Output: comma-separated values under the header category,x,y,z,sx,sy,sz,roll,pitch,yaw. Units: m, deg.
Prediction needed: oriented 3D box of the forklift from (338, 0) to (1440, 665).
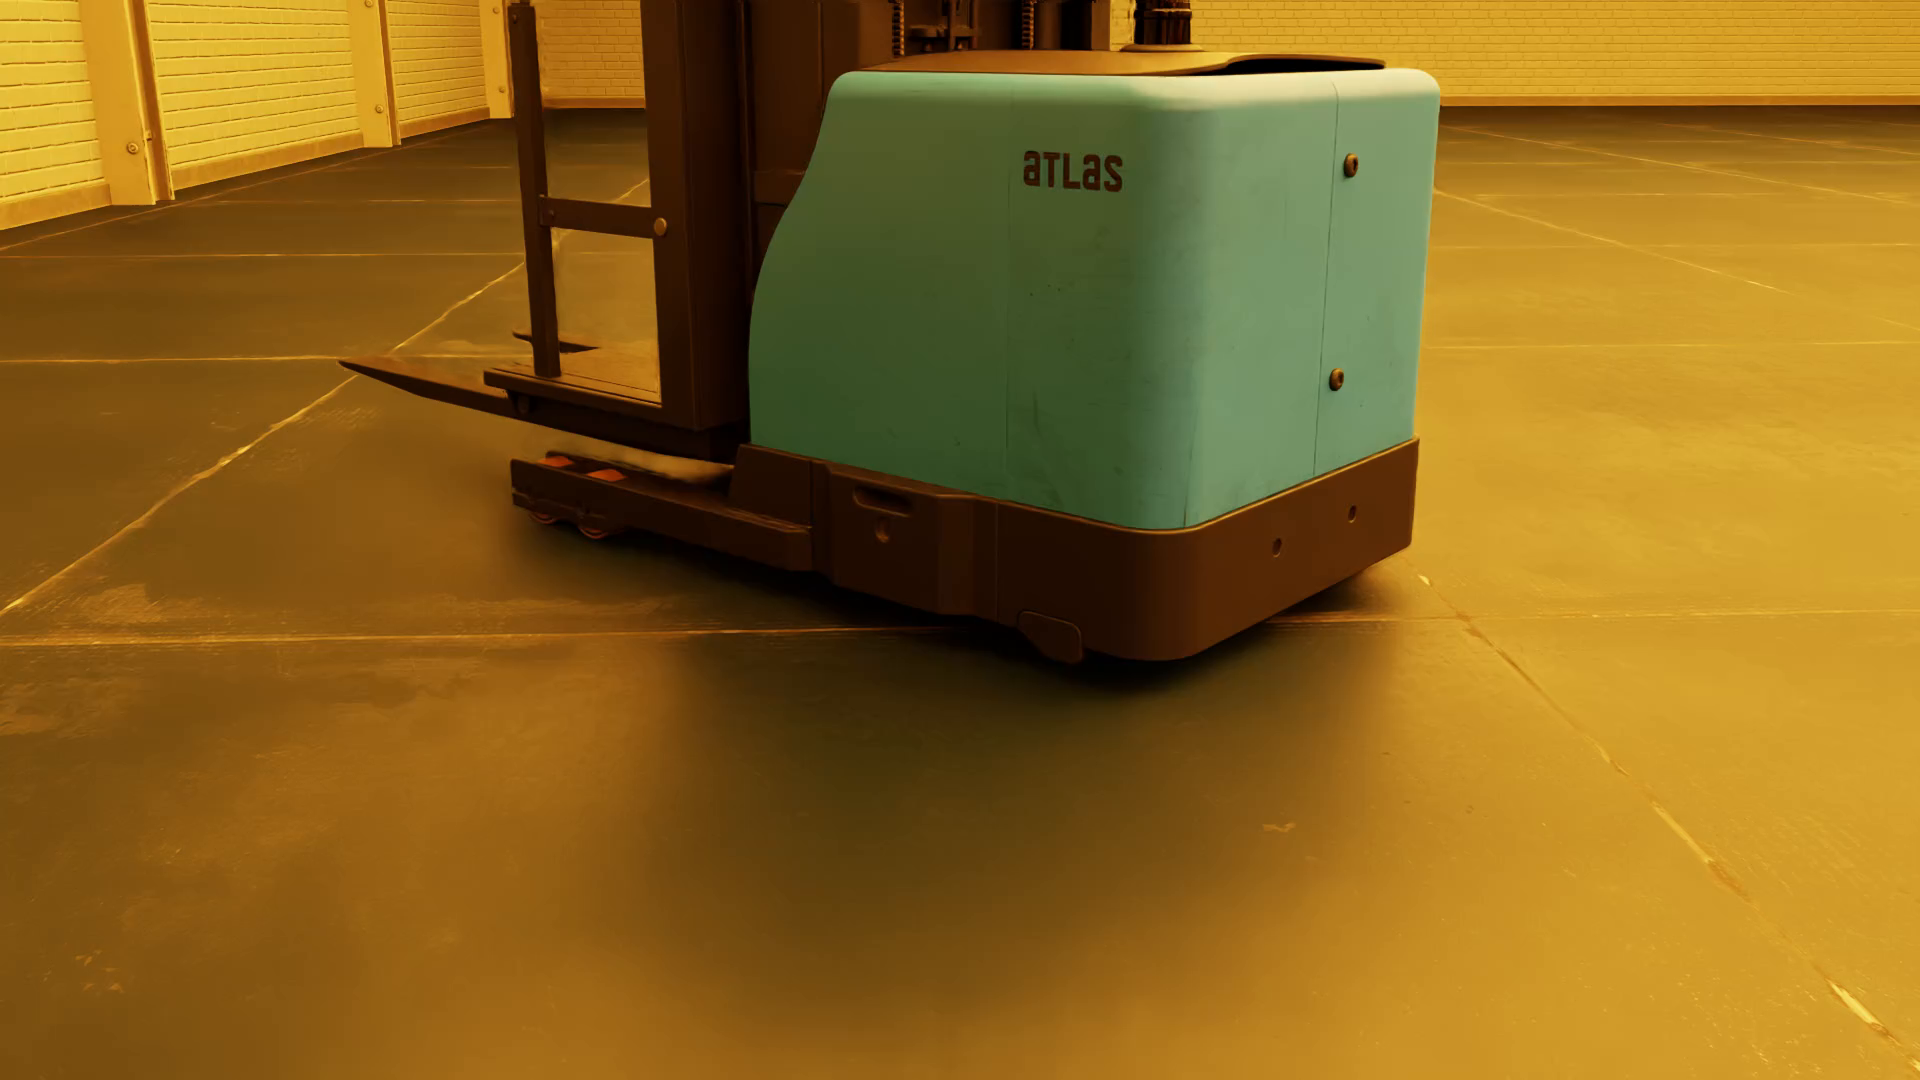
category,x,y,z,sx,sy,sz,roll,pitch,yaw
forklift,-0.459,-1.507,3.833,3.031,2.935,1.130,14,22,38
